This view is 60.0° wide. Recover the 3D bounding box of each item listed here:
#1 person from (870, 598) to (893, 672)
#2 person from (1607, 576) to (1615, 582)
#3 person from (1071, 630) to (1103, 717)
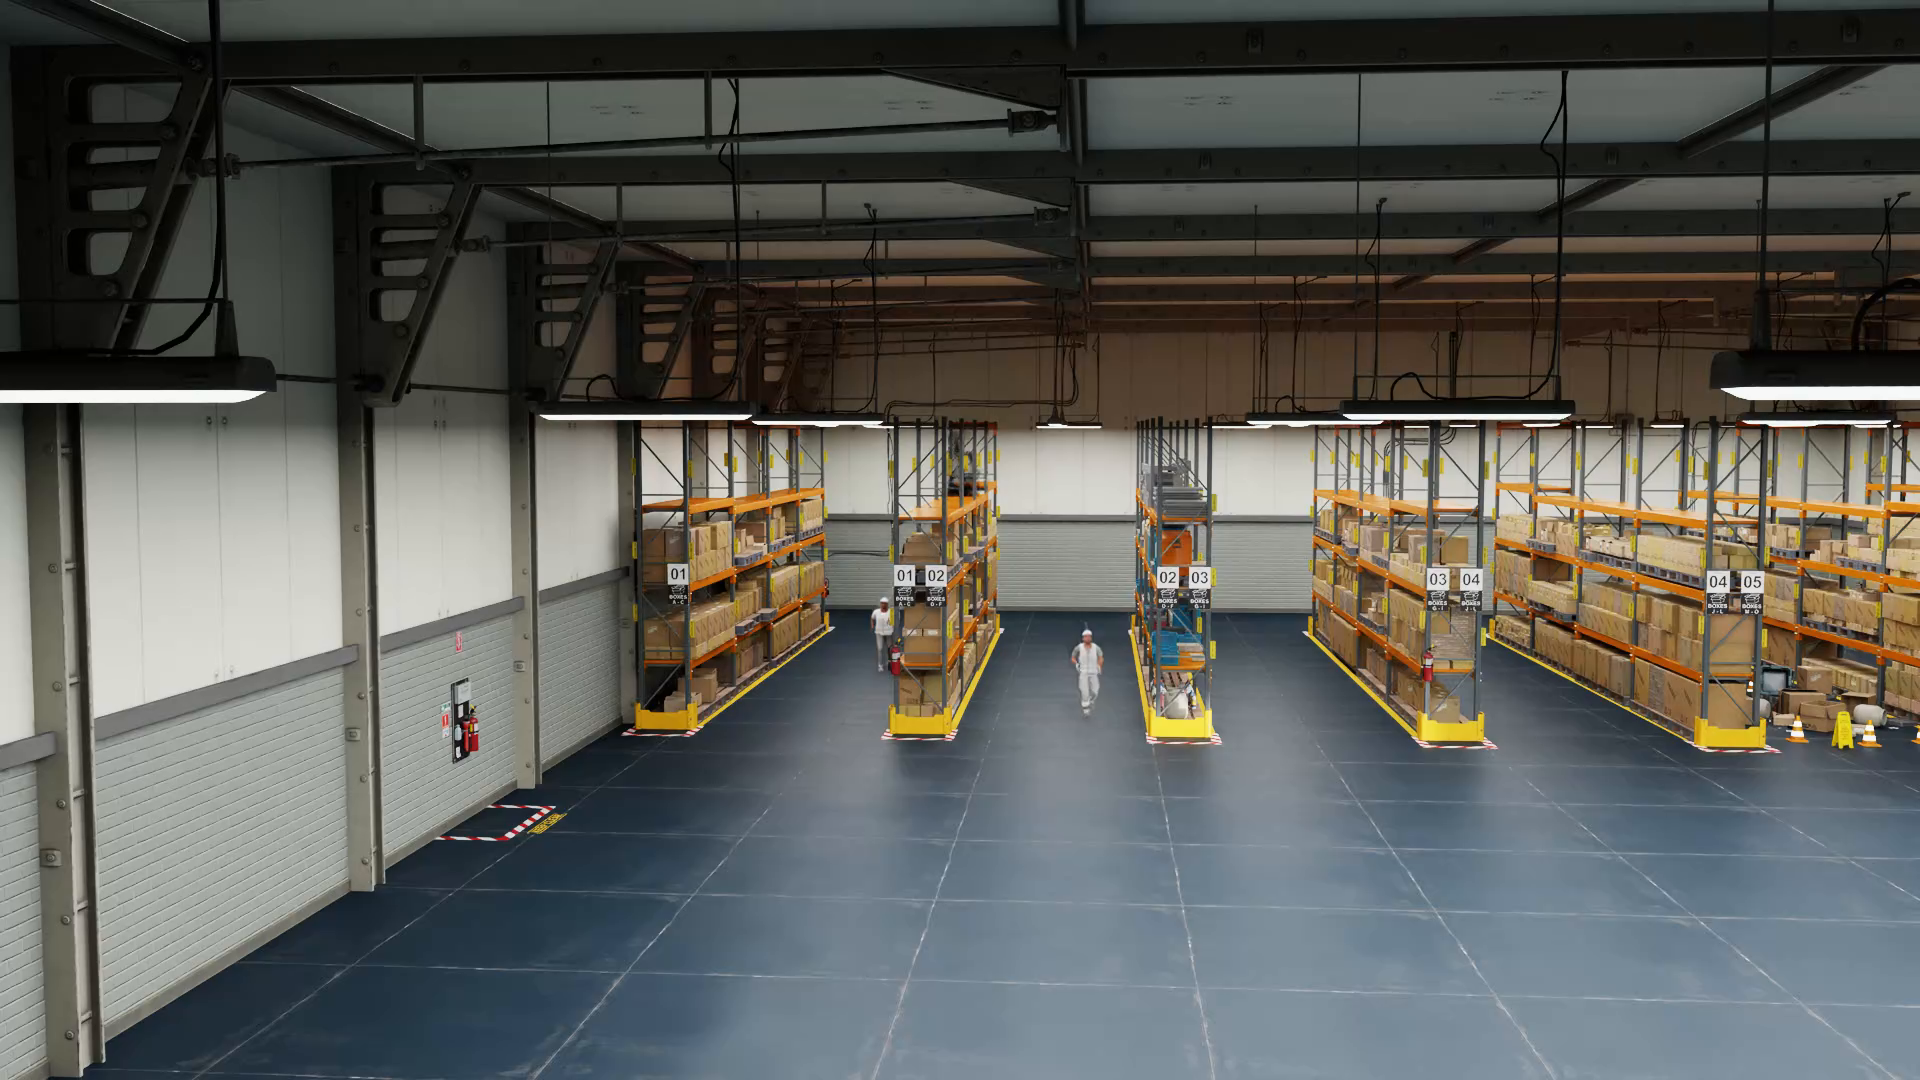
[{"bbox_3d":[-1.808,2.241,39.666,0.710,1.747,0.968,0,4,4],"label":"person"},{"bbox_3d":[18.591,1.835,47.366,0.706,1.642,0.518,1,4,10],"label":"person"},{"bbox_3d":[2.559,2.675,33.346,0.652,1.738,0.615,0,4,-3],"label":"person"}]
